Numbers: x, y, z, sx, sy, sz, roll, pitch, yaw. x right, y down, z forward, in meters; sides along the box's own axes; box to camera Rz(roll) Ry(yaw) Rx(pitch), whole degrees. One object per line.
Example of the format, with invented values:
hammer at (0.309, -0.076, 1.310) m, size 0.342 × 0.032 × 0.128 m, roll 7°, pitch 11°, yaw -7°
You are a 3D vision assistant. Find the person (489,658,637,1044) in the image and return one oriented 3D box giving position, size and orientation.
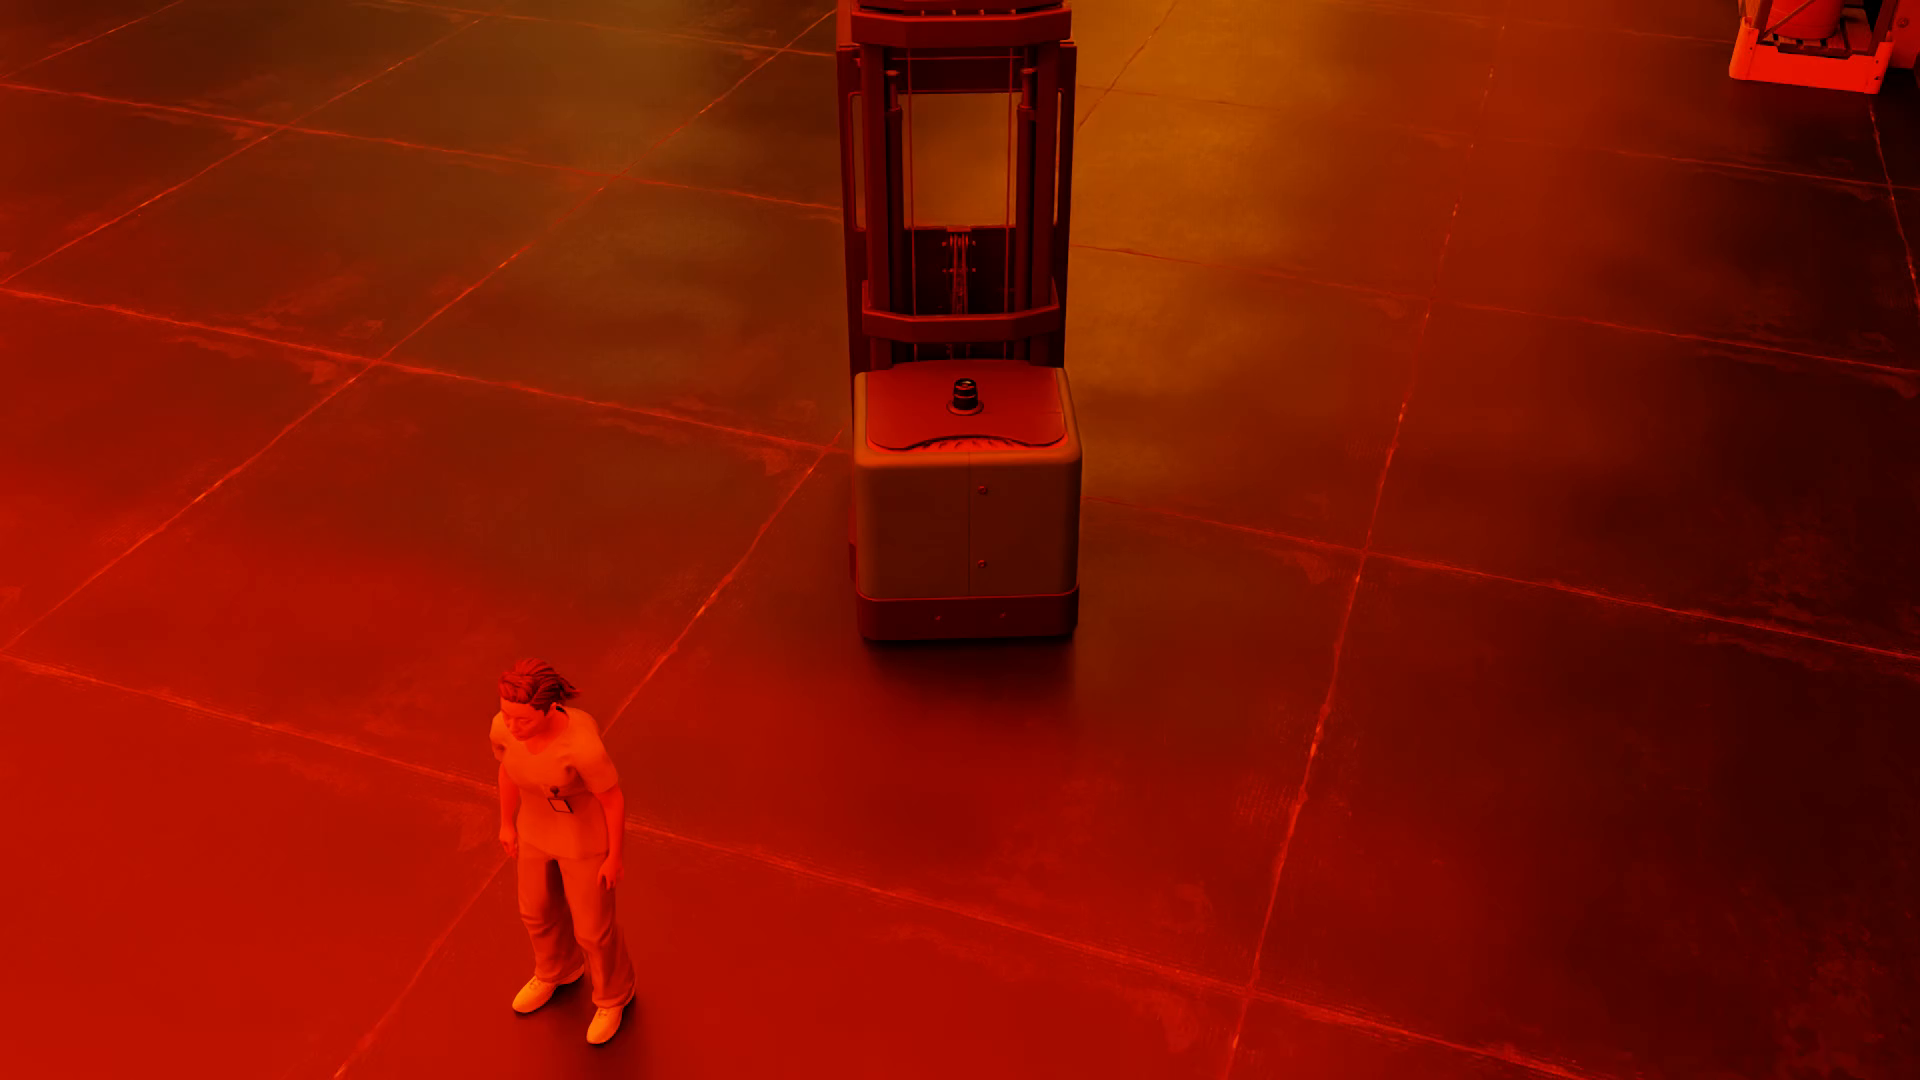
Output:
person at (-1.376, 1.042, 5.731) m, size 0.508 × 1.671 × 0.365 m, roll 14°, pitch 38°, yaw 19°

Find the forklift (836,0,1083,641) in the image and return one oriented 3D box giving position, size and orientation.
forklift at (-0.029, -1.547, 8.293) m, size 1.130 × 2.935 × 3.031 m, roll -2°, pitch 35°, yaw -2°
